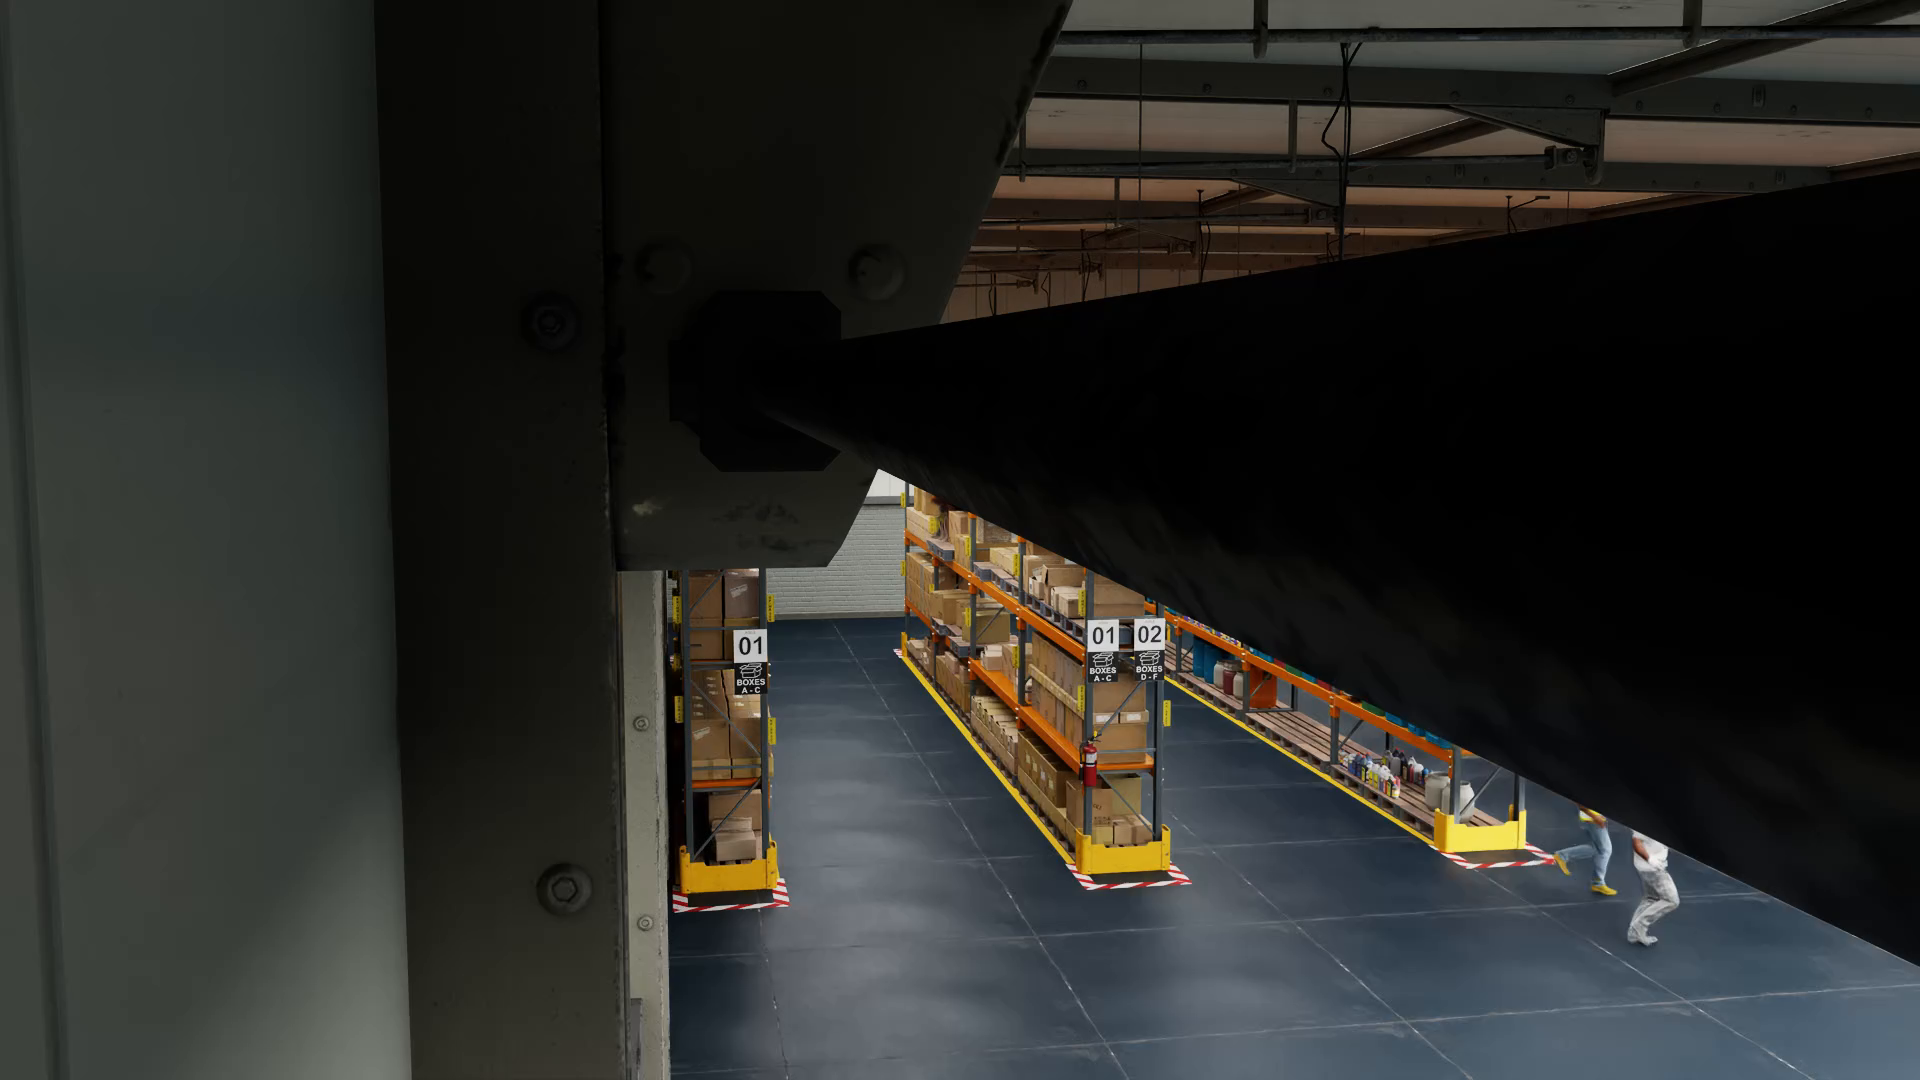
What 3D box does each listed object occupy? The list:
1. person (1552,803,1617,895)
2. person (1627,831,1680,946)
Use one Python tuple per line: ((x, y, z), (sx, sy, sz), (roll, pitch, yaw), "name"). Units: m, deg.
((7.605, 3.375, 20.168), (0.771, 1.757, 0.715), (3, 7, 28), "person")
((7.615, 3.569, 18.162), (0.610, 1.742, 0.667), (2, 6, 14), "person")
